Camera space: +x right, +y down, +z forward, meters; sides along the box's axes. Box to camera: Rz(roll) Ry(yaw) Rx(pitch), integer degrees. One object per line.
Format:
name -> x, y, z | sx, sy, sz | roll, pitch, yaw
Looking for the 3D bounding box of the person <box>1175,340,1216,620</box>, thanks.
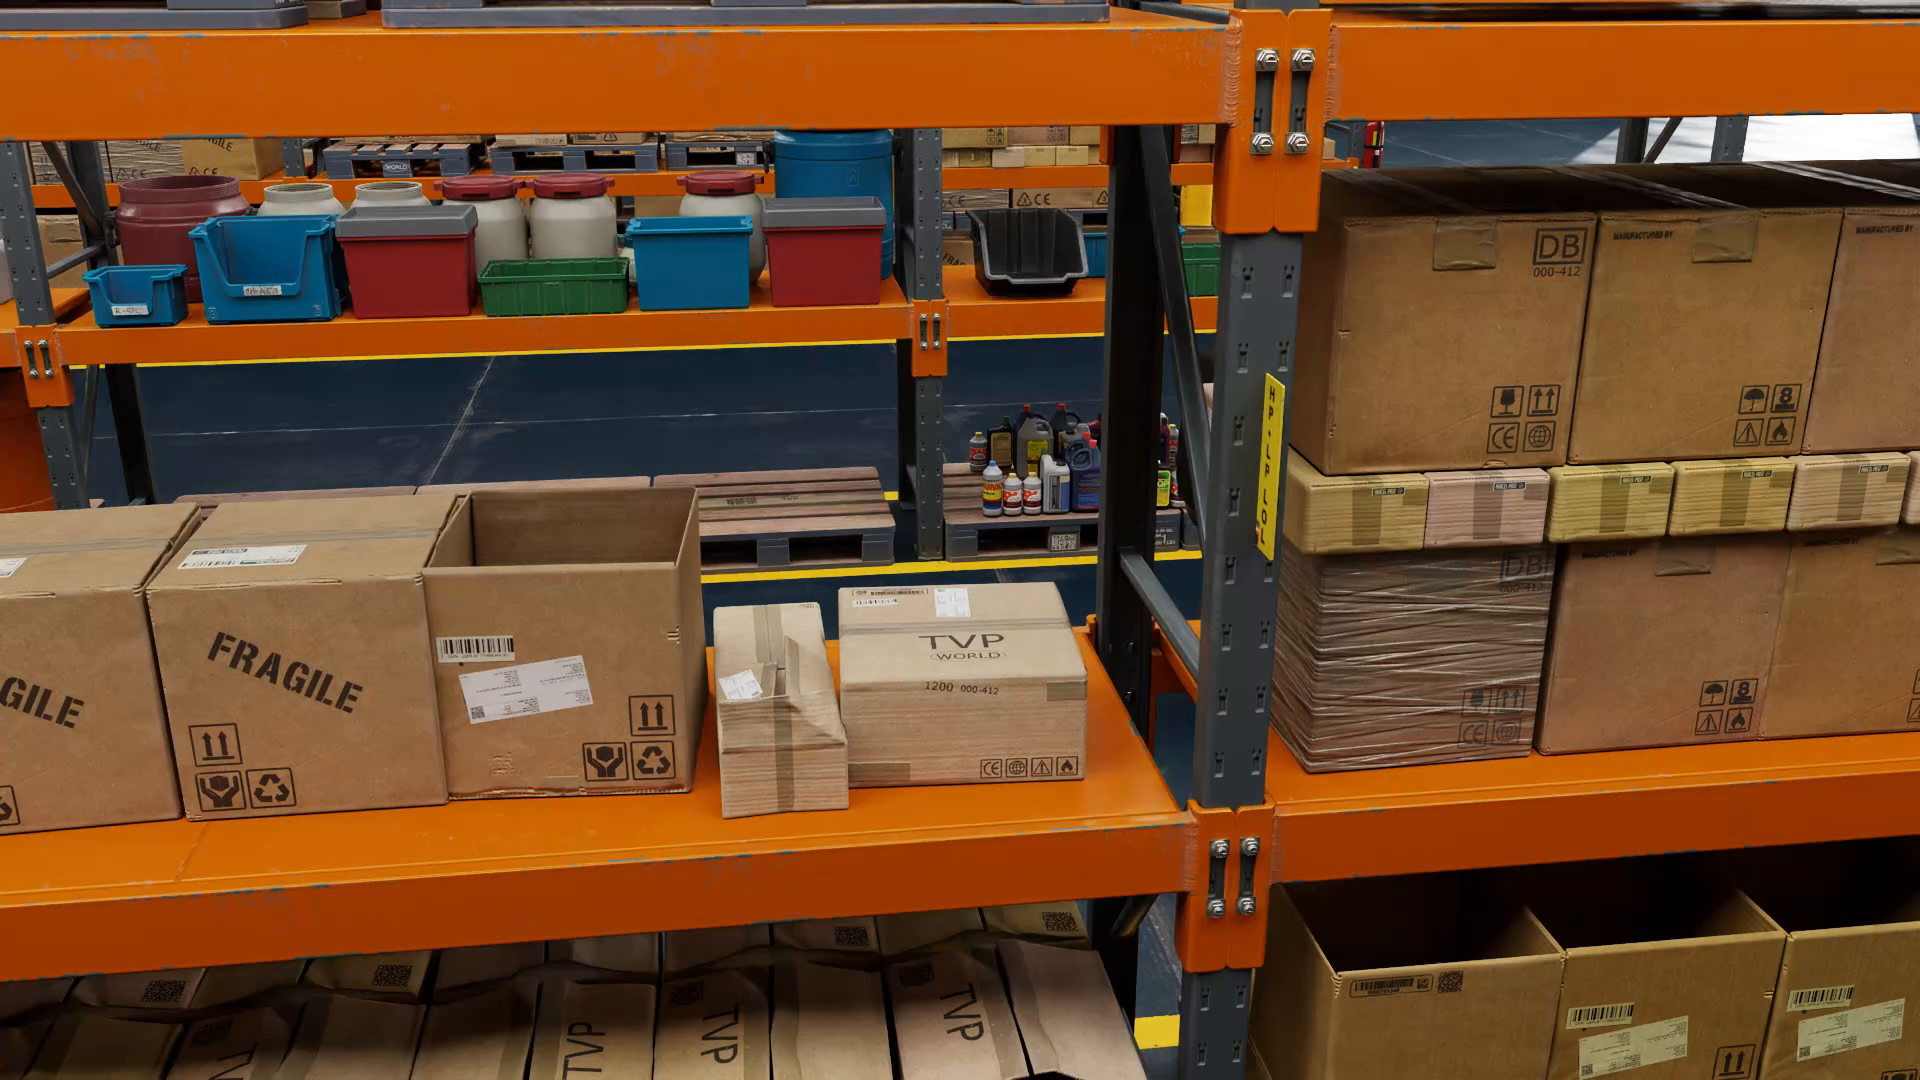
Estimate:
person -> 1.060, -0.151, 6.527 | 0.420, 1.720, 0.579 | -3, 20, -9
